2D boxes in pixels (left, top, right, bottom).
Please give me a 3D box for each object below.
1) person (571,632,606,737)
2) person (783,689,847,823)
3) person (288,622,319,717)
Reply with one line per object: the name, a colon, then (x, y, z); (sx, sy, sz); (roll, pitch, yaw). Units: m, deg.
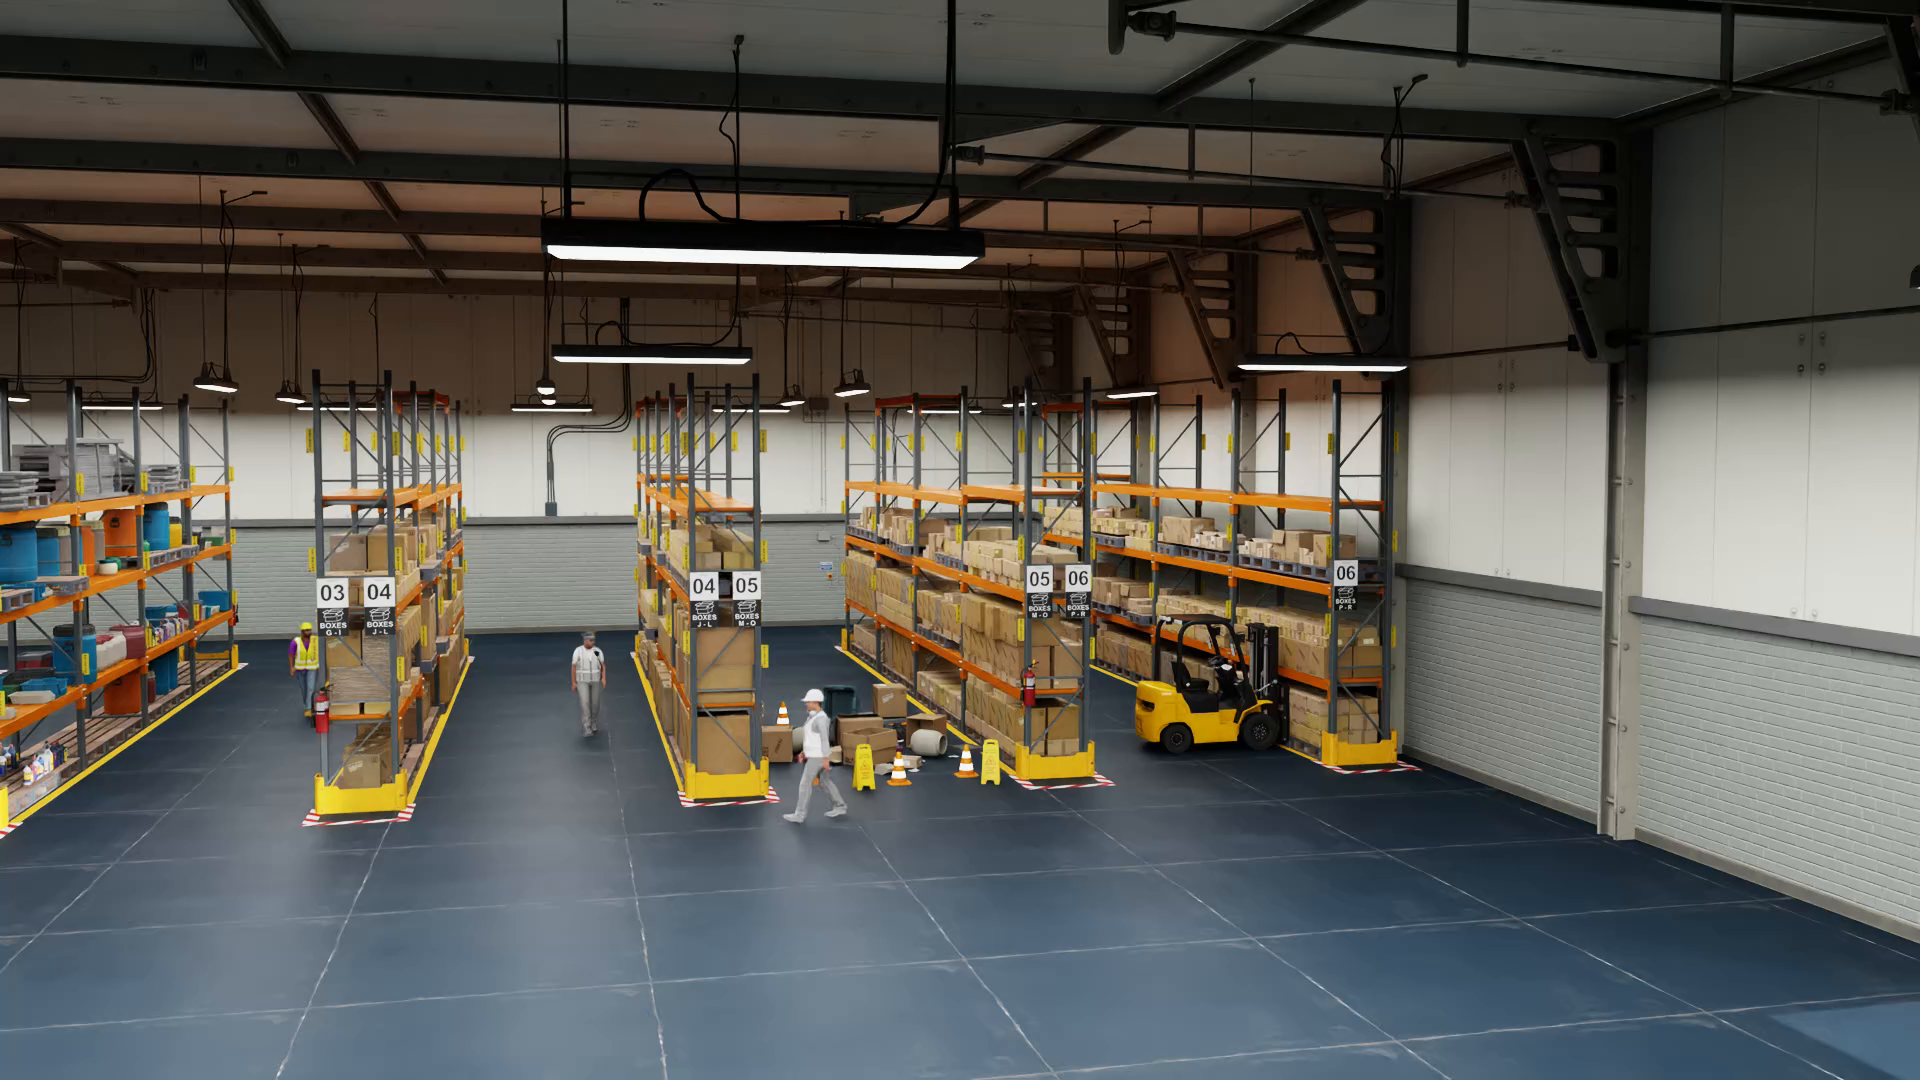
person: (-6.382, 2.488, 28.804); (0.567, 1.764, 0.804); (-2, 4, -28)
person: (-1.933, 2.859, 22.128); (0.869, 1.757, 0.541); (0, 3, -7)
person: (-12.038, 2.364, 30.541); (0.537, 1.704, 1.077); (-1, 3, -11)
